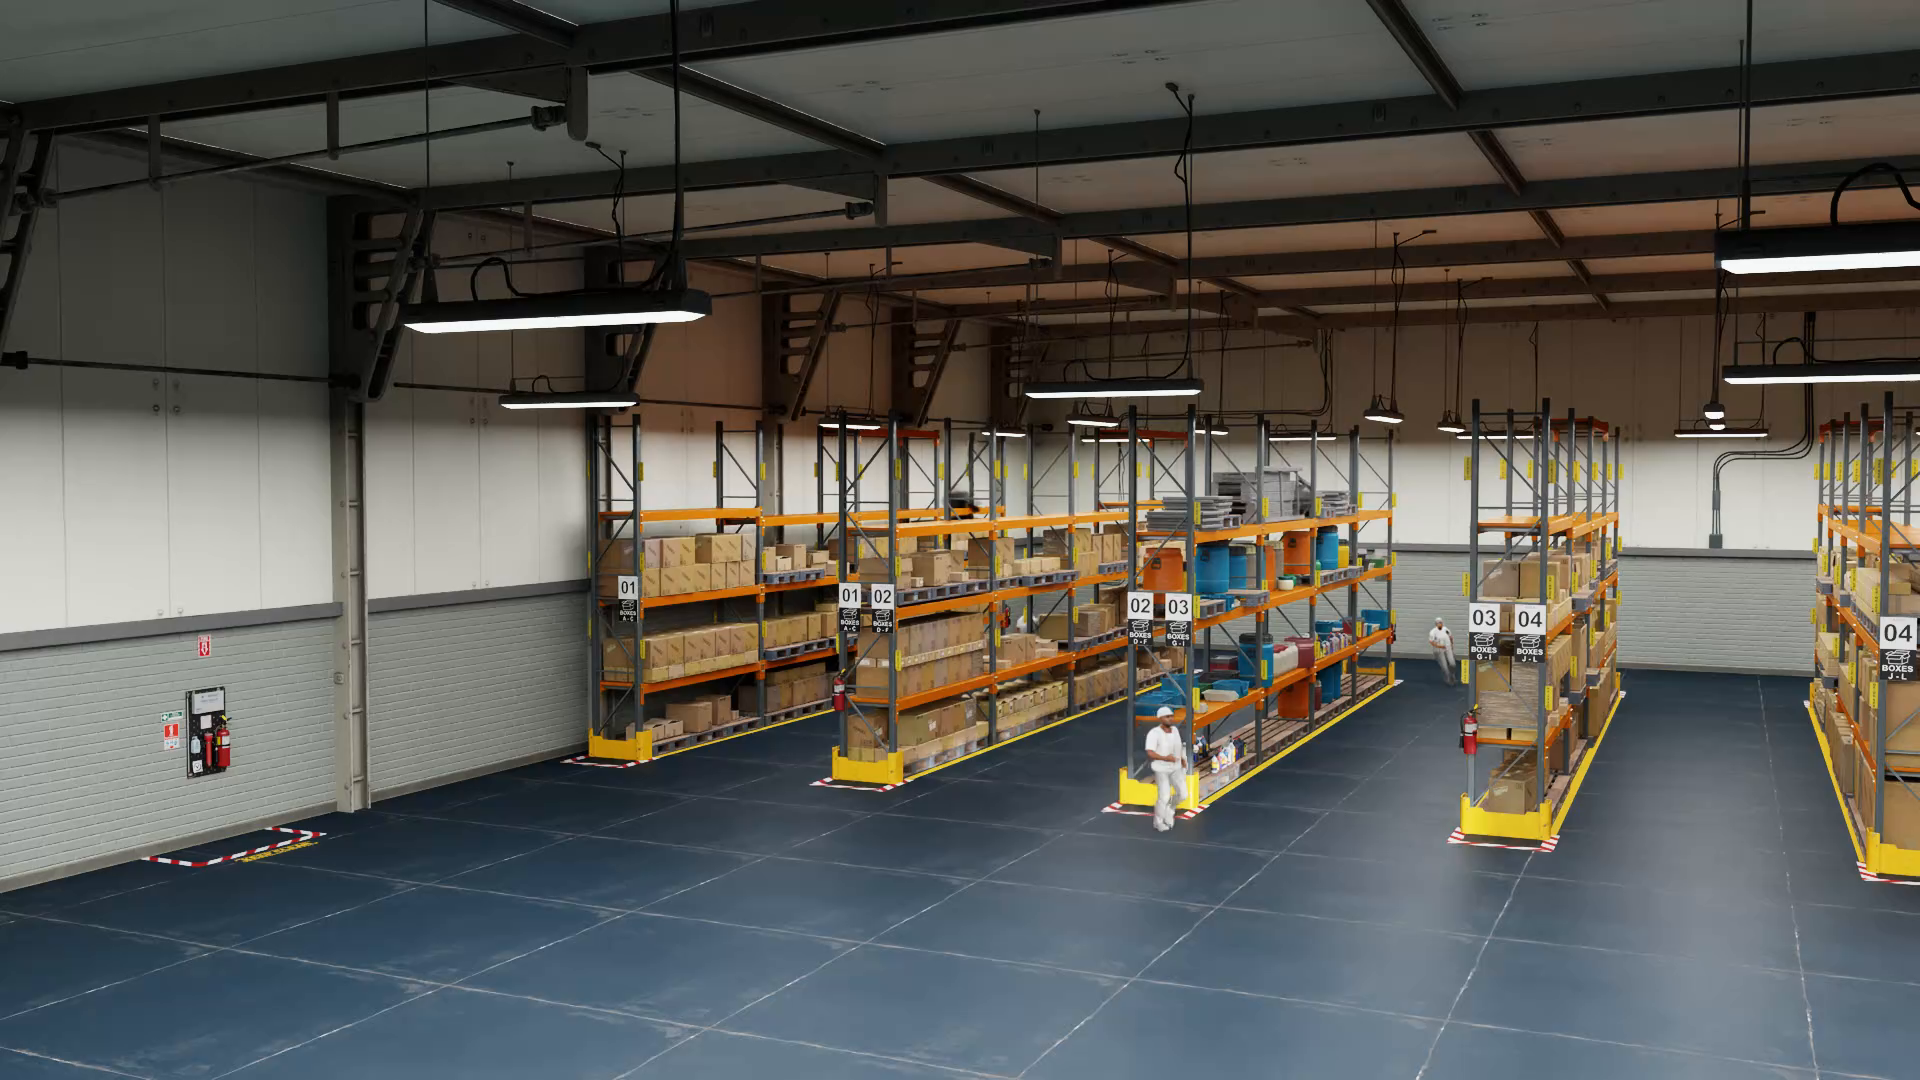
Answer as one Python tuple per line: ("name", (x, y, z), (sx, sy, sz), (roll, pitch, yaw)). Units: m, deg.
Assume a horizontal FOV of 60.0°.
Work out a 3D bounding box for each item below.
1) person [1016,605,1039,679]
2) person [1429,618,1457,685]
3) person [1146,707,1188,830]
("person", (1.544, 2.326, 38.141), (0.600, 1.682, 0.719), (1, 3, 24))
("person", (11.285, 2.604, 38.779), (0.665, 1.590, 0.544), (0, 2, -3))
("person", (2.899, 3.175, 23.042), (0.685, 1.725, 0.623), (-1, 3, -30))
